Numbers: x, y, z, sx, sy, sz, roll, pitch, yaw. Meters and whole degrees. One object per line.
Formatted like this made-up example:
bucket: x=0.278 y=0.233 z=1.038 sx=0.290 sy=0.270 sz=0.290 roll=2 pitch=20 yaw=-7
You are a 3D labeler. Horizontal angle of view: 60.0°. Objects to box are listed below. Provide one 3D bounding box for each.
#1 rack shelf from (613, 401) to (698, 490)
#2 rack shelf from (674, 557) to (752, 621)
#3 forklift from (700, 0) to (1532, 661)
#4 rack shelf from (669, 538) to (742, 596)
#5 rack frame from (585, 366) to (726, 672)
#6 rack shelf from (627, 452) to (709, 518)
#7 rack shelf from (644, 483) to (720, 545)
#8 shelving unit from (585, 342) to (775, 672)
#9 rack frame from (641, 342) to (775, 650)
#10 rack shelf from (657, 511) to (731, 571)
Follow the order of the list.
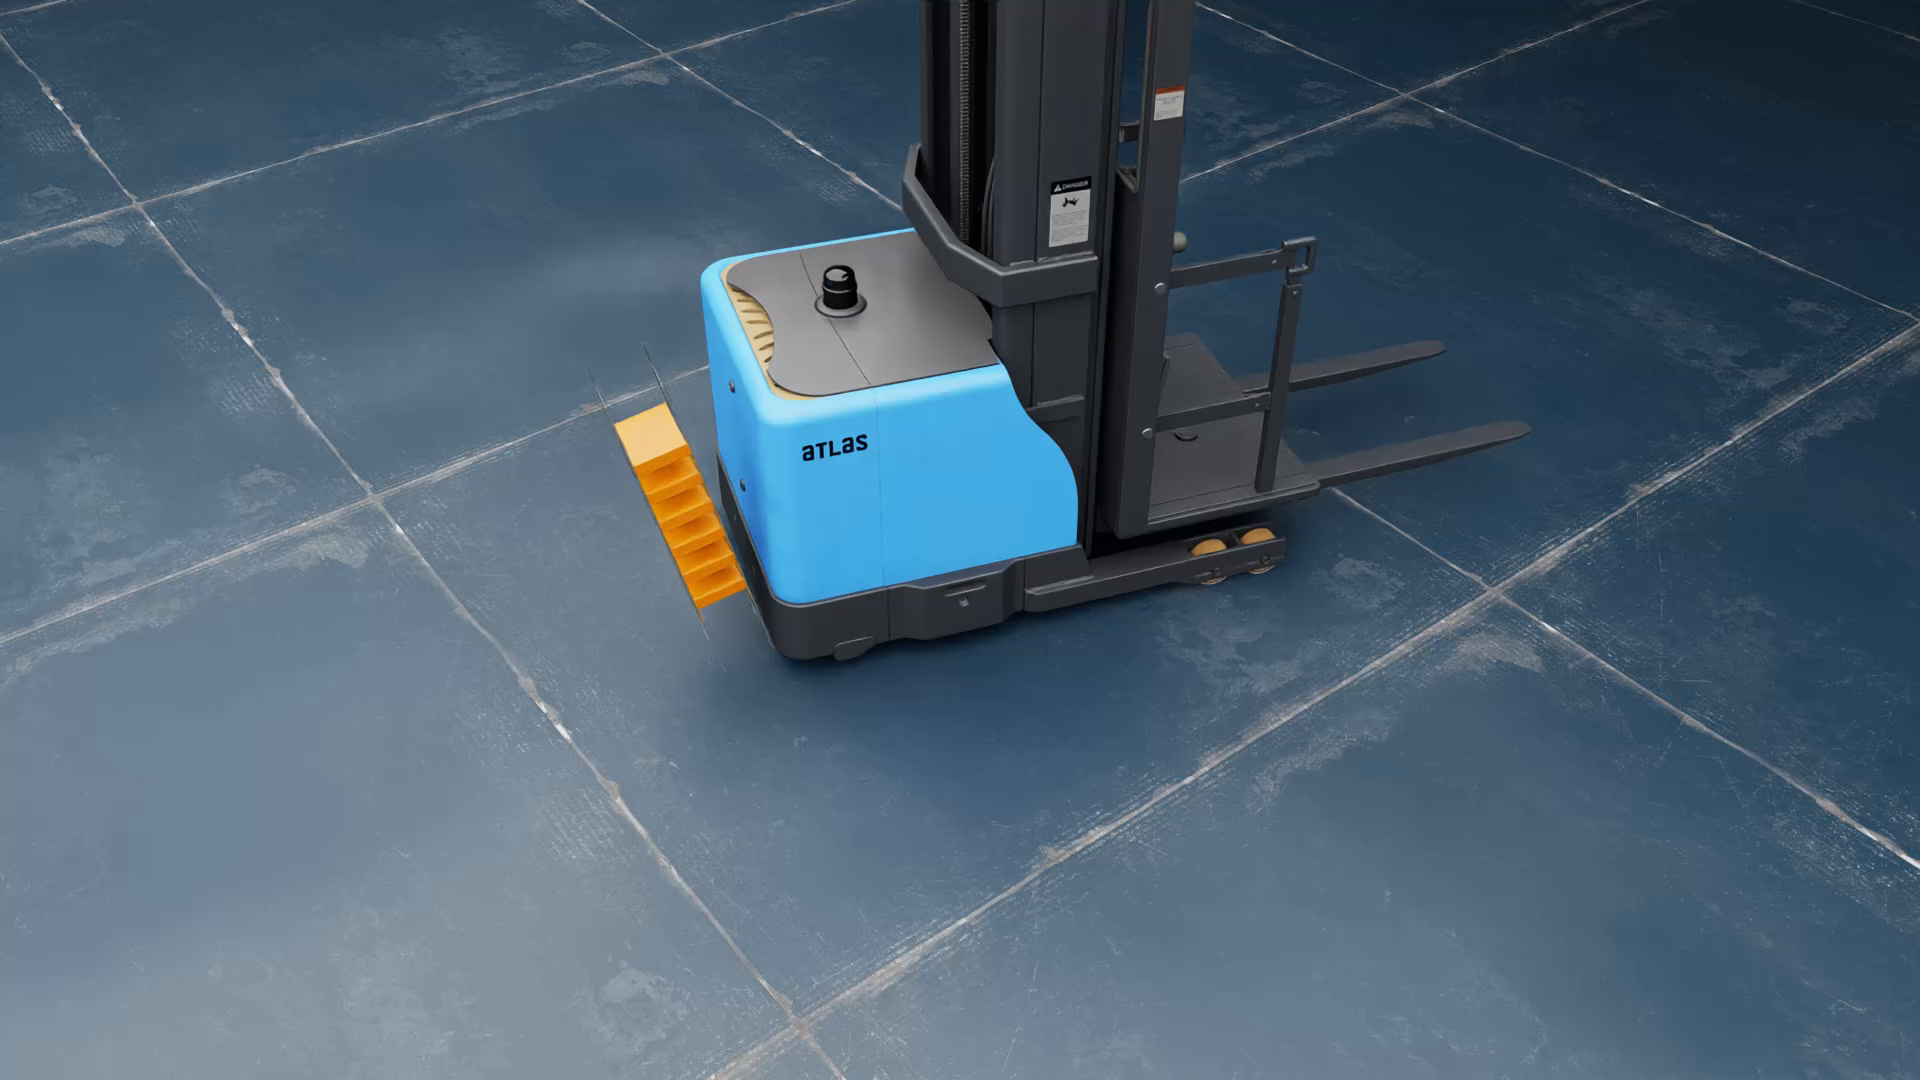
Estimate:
rack shelf: x=-0.949 y=-0.297 z=5.168 sx=0.180 sy=0.103 sz=0.258 roll=-25 pitch=44 yaw=-9
rack shelf: x=-0.831 y=0.124 z=5.579 sx=0.180 sy=0.103 sz=0.258 roll=-25 pitch=44 yaw=-9
forklift: x=0.667 y=-1.276 z=5.495 sx=3.031 sy=2.935 sz=1.130 roll=-12 pitch=41 yaw=-14
rack shelf: x=-0.855 y=0.040 z=5.497 sx=0.180 sy=0.103 sz=0.258 roll=-25 pitch=44 yaw=-9
rack frame: x=-0.969 y=-0.038 z=5.369 sx=0.006 sy=1.200 sz=0.240 roll=-25 pitch=44 yaw=-9
rack shelf: x=-0.925 y=-0.213 z=5.250 sx=0.180 sy=0.103 sz=0.258 roll=-25 pitch=44 yaw=-9
rack shelf: x=-0.902 y=-0.128 z=5.333 sx=0.180 sy=0.103 sz=0.258 roll=-25 pitch=44 yaw=-9
shelving unit: x=-0.887 y=-0.075 z=5.384 sx=0.189 sy=1.200 sz=0.258 roll=-25 pitch=44 yaw=-9
rack frame: x=-0.805 y=-0.113 z=5.399 sx=0.006 sy=1.200 sz=0.240 roll=-25 pitch=44 yaw=-9
rack shelf: x=-0.878 y=-0.044 z=5.415 sx=0.180 sy=0.103 sz=0.258 roll=-25 pitch=44 yaw=-9
